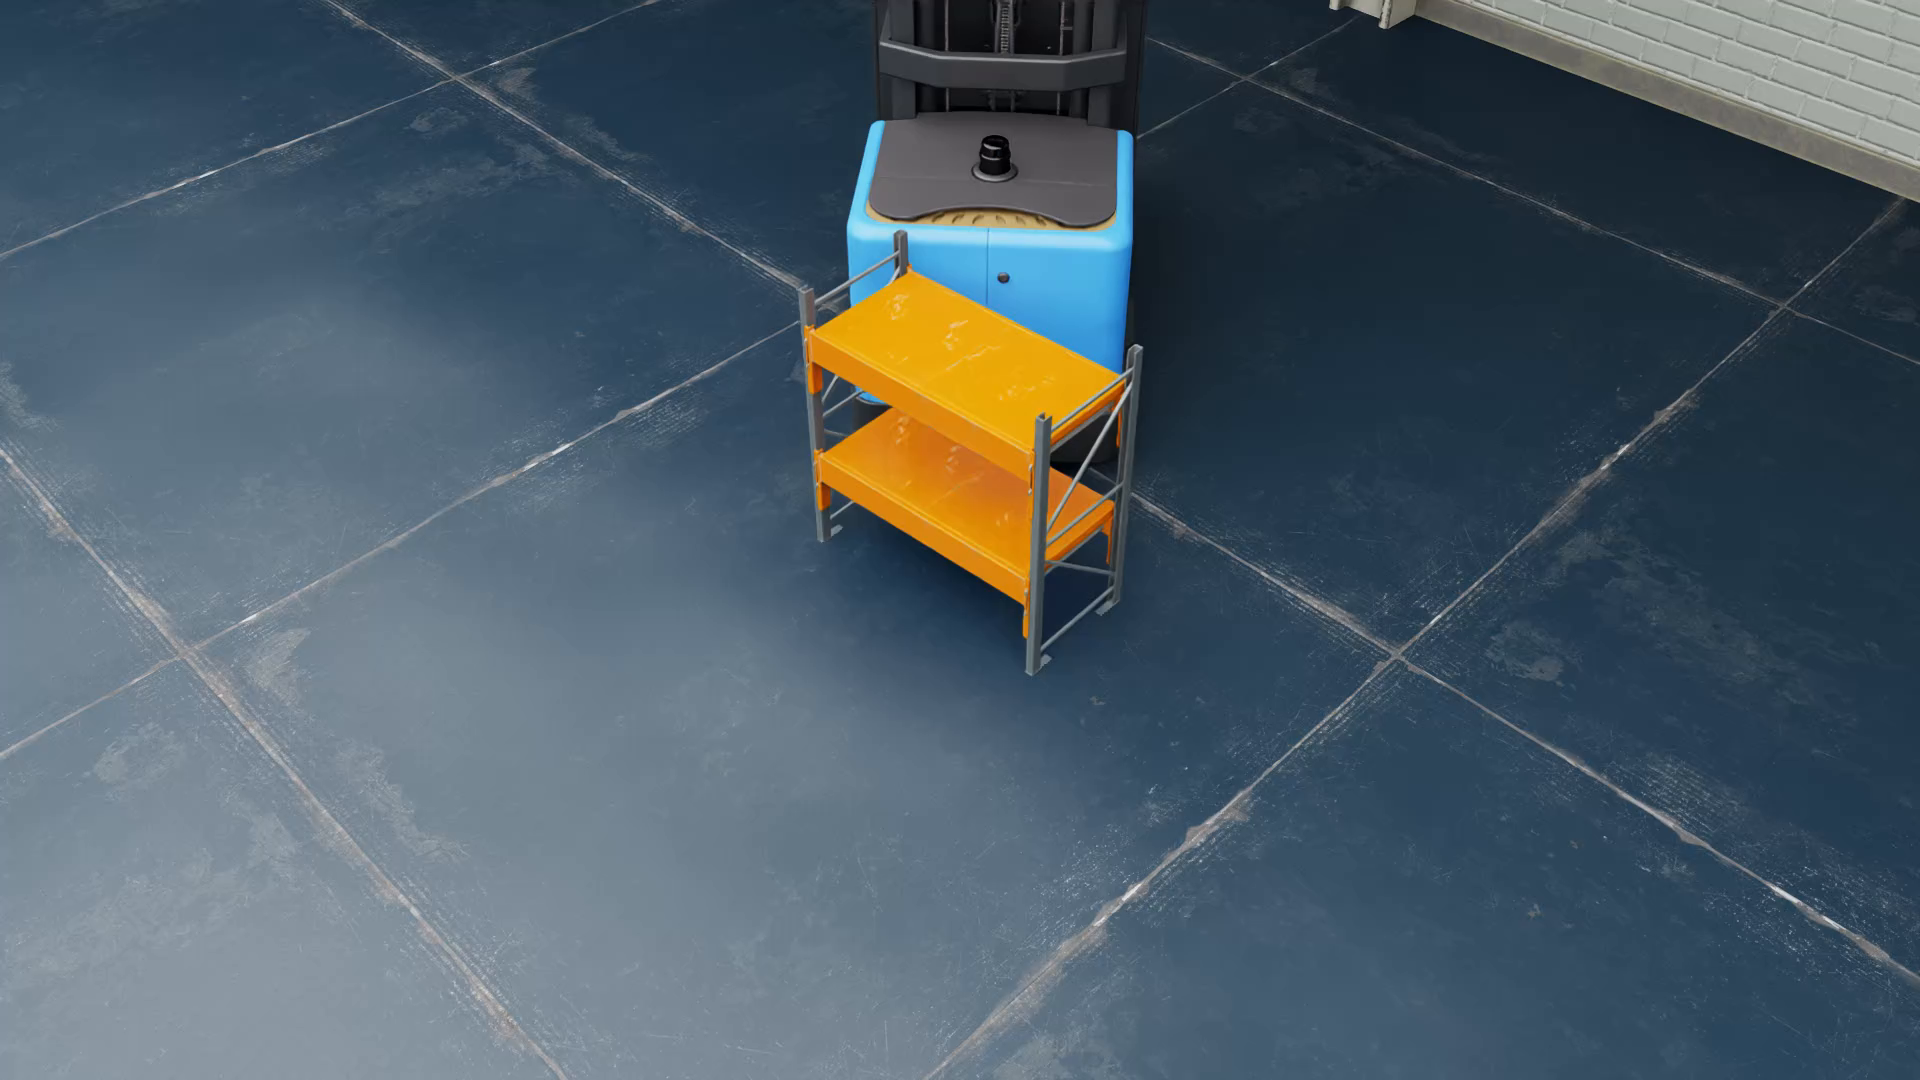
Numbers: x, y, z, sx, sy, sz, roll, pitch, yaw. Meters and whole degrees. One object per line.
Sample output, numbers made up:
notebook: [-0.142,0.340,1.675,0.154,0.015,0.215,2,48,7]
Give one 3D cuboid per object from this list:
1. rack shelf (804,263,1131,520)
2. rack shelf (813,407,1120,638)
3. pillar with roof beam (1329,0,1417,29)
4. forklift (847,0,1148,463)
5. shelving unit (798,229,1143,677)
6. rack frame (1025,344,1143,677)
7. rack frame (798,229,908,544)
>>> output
rack shelf: [0.022,-0.518,5.551,1.000,0.278,0.538,31,51,29]
rack shelf: [0.022,-0.124,5.915,1.000,0.278,0.538,31,51,29]
pillar with roof beam: [-0.679,-4.285,4.257,9.100,9.000,0.400,-34,53,-31]
forklift: [0.214,-2.368,6.652,1.130,2.935,3.031,3,43,3]
shelving unit: [0.022,-0.303,5.749,1.048,1.125,0.538,31,51,29]
rack frame: [0.403,-0.074,5.502,0.032,1.125,0.500,31,51,29]
rack frame: [-0.358,-0.532,5.997,0.032,1.125,0.500,31,51,29]
